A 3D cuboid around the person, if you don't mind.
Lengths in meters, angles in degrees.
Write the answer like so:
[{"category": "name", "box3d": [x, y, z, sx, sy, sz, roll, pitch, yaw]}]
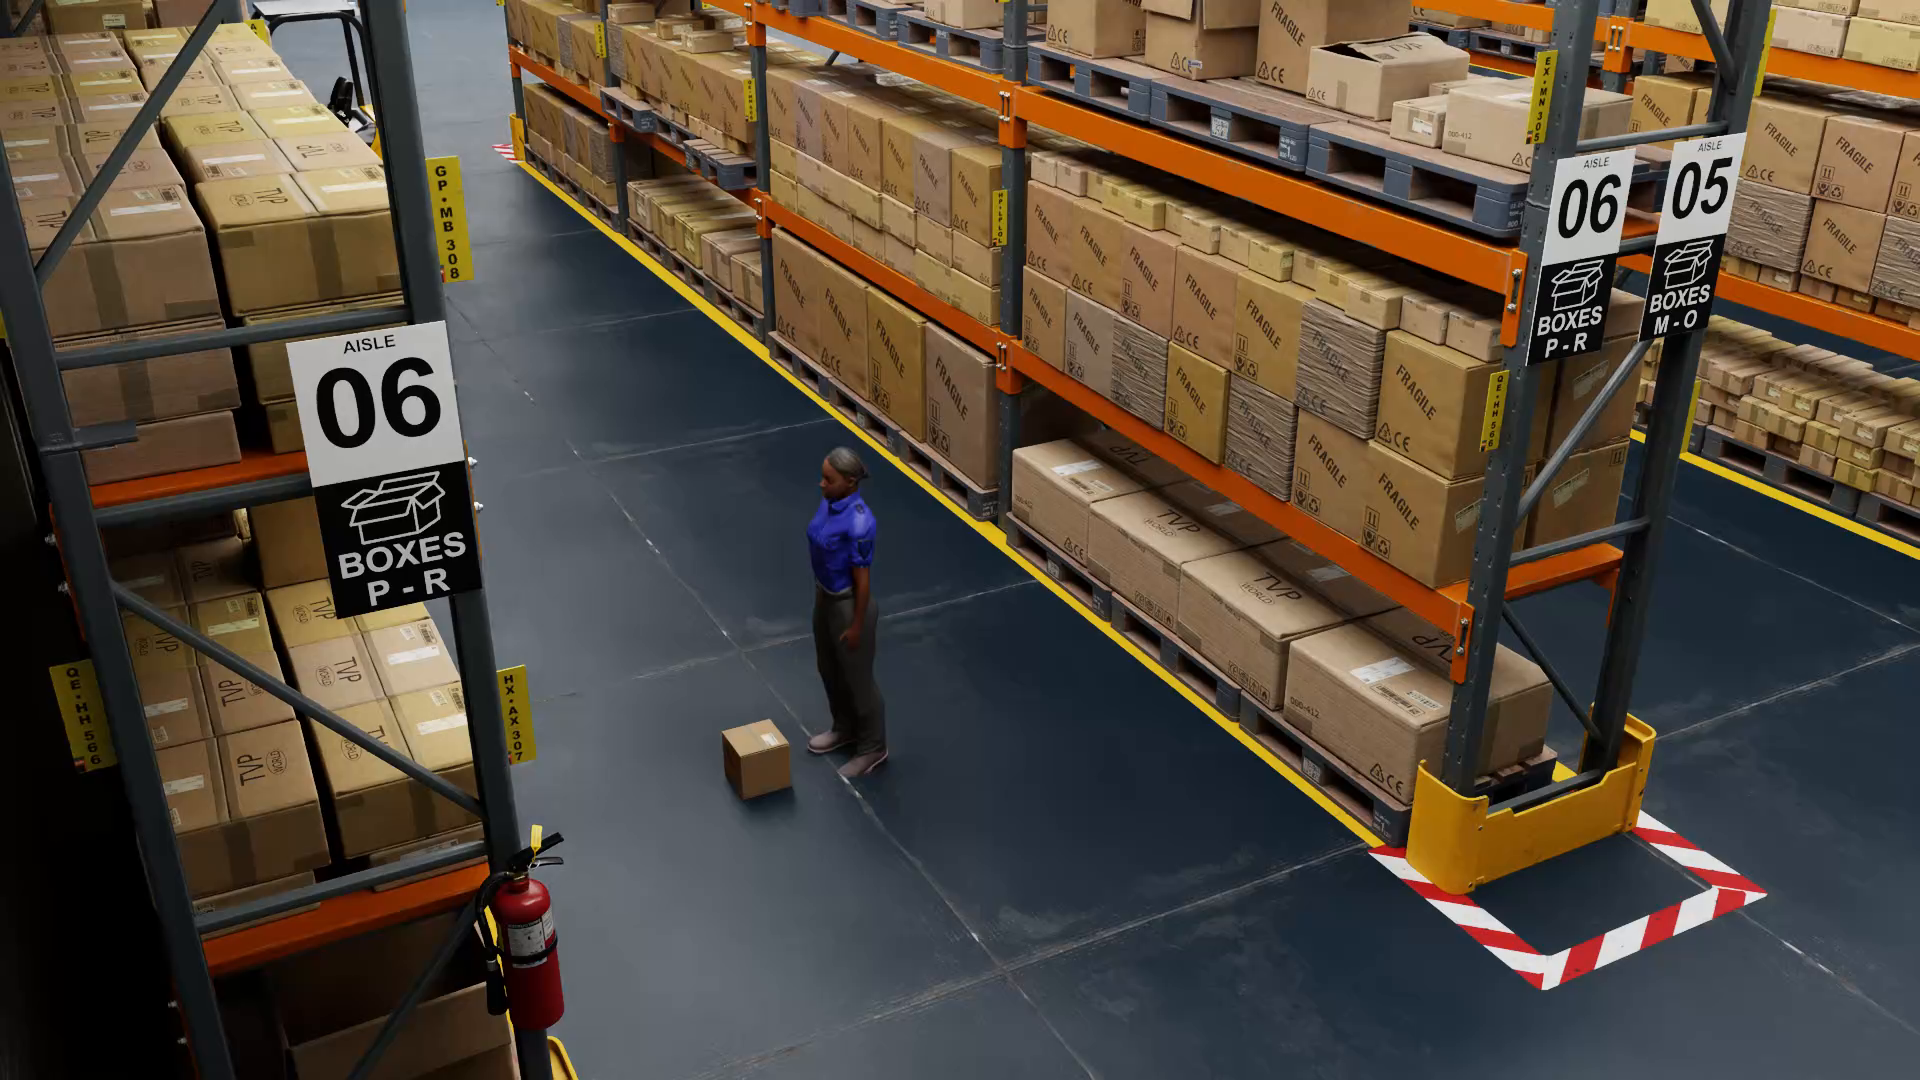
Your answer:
[{"category": "person", "box3d": [-0.554, 0.352, 7.937, 0.333, 1.676, 0.438, -12, 28, -24]}]
